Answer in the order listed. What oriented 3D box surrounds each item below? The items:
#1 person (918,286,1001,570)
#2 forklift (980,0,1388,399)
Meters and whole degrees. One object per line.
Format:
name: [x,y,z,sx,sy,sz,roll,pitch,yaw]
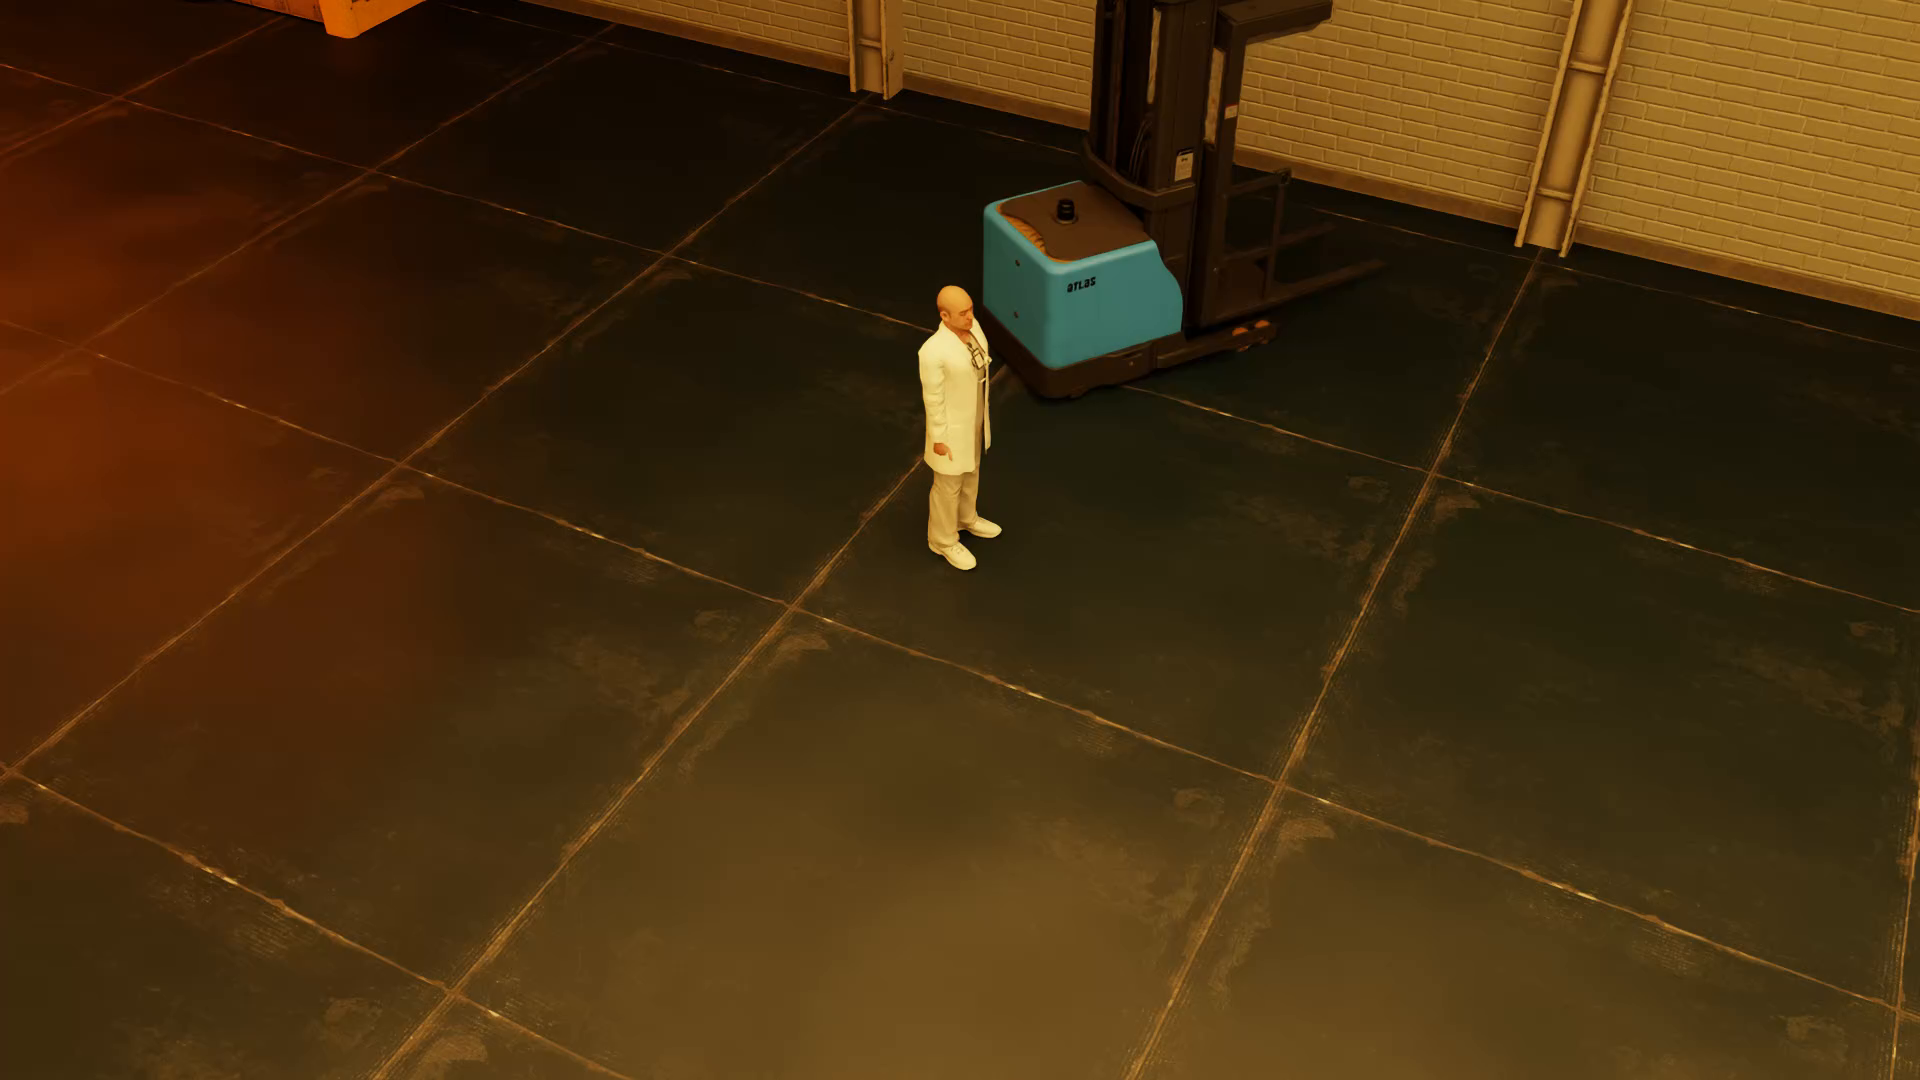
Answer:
person: [0.022,-0.682,9.689,0.389,1.782,0.551,18,43,21]
forklift: [1.691,-2.753,11.255,3.031,2.935,1.130,-19,44,-21]
